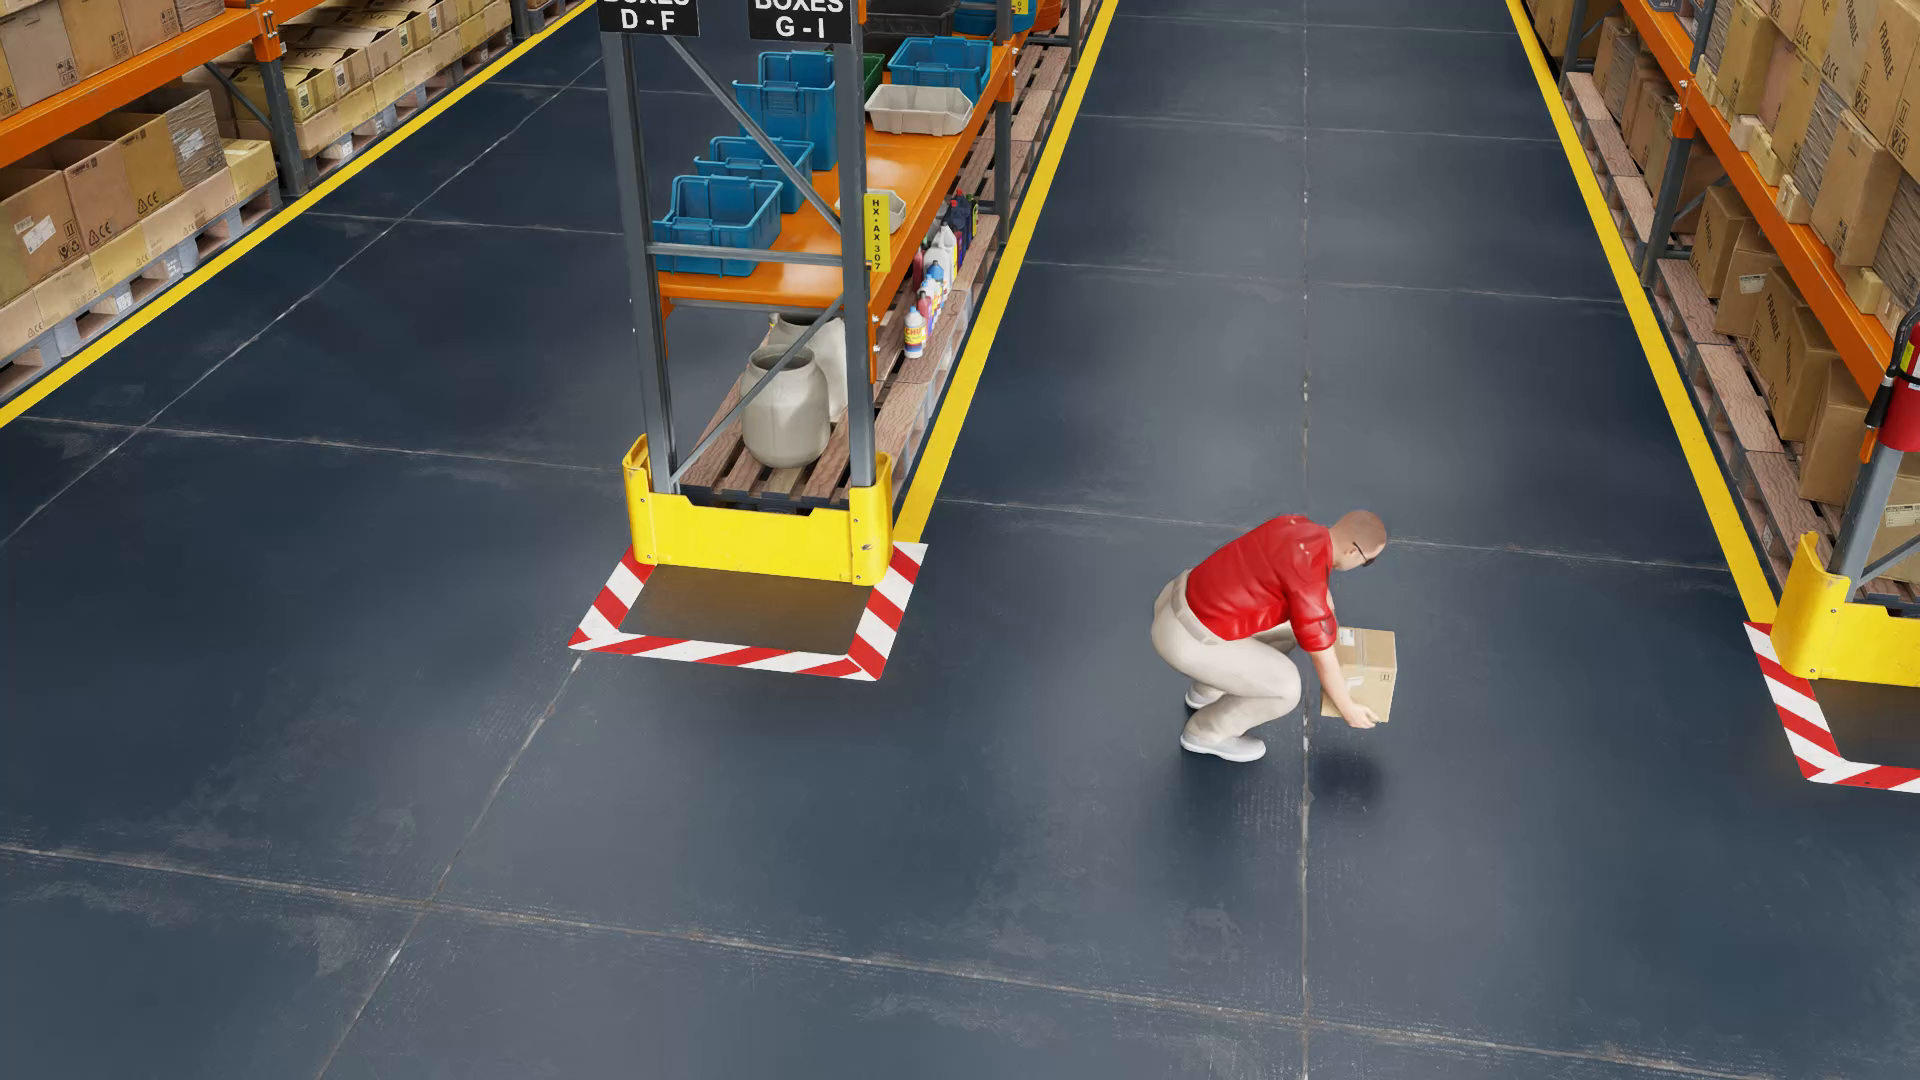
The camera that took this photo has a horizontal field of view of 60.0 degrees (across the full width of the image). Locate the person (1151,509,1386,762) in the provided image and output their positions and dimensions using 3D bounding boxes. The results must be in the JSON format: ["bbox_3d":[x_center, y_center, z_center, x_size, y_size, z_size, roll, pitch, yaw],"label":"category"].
[{"bbox_3d":[1.175,0.319,6.335,0.877,1.002,0.567,5,33,8],"label":"person"}]
